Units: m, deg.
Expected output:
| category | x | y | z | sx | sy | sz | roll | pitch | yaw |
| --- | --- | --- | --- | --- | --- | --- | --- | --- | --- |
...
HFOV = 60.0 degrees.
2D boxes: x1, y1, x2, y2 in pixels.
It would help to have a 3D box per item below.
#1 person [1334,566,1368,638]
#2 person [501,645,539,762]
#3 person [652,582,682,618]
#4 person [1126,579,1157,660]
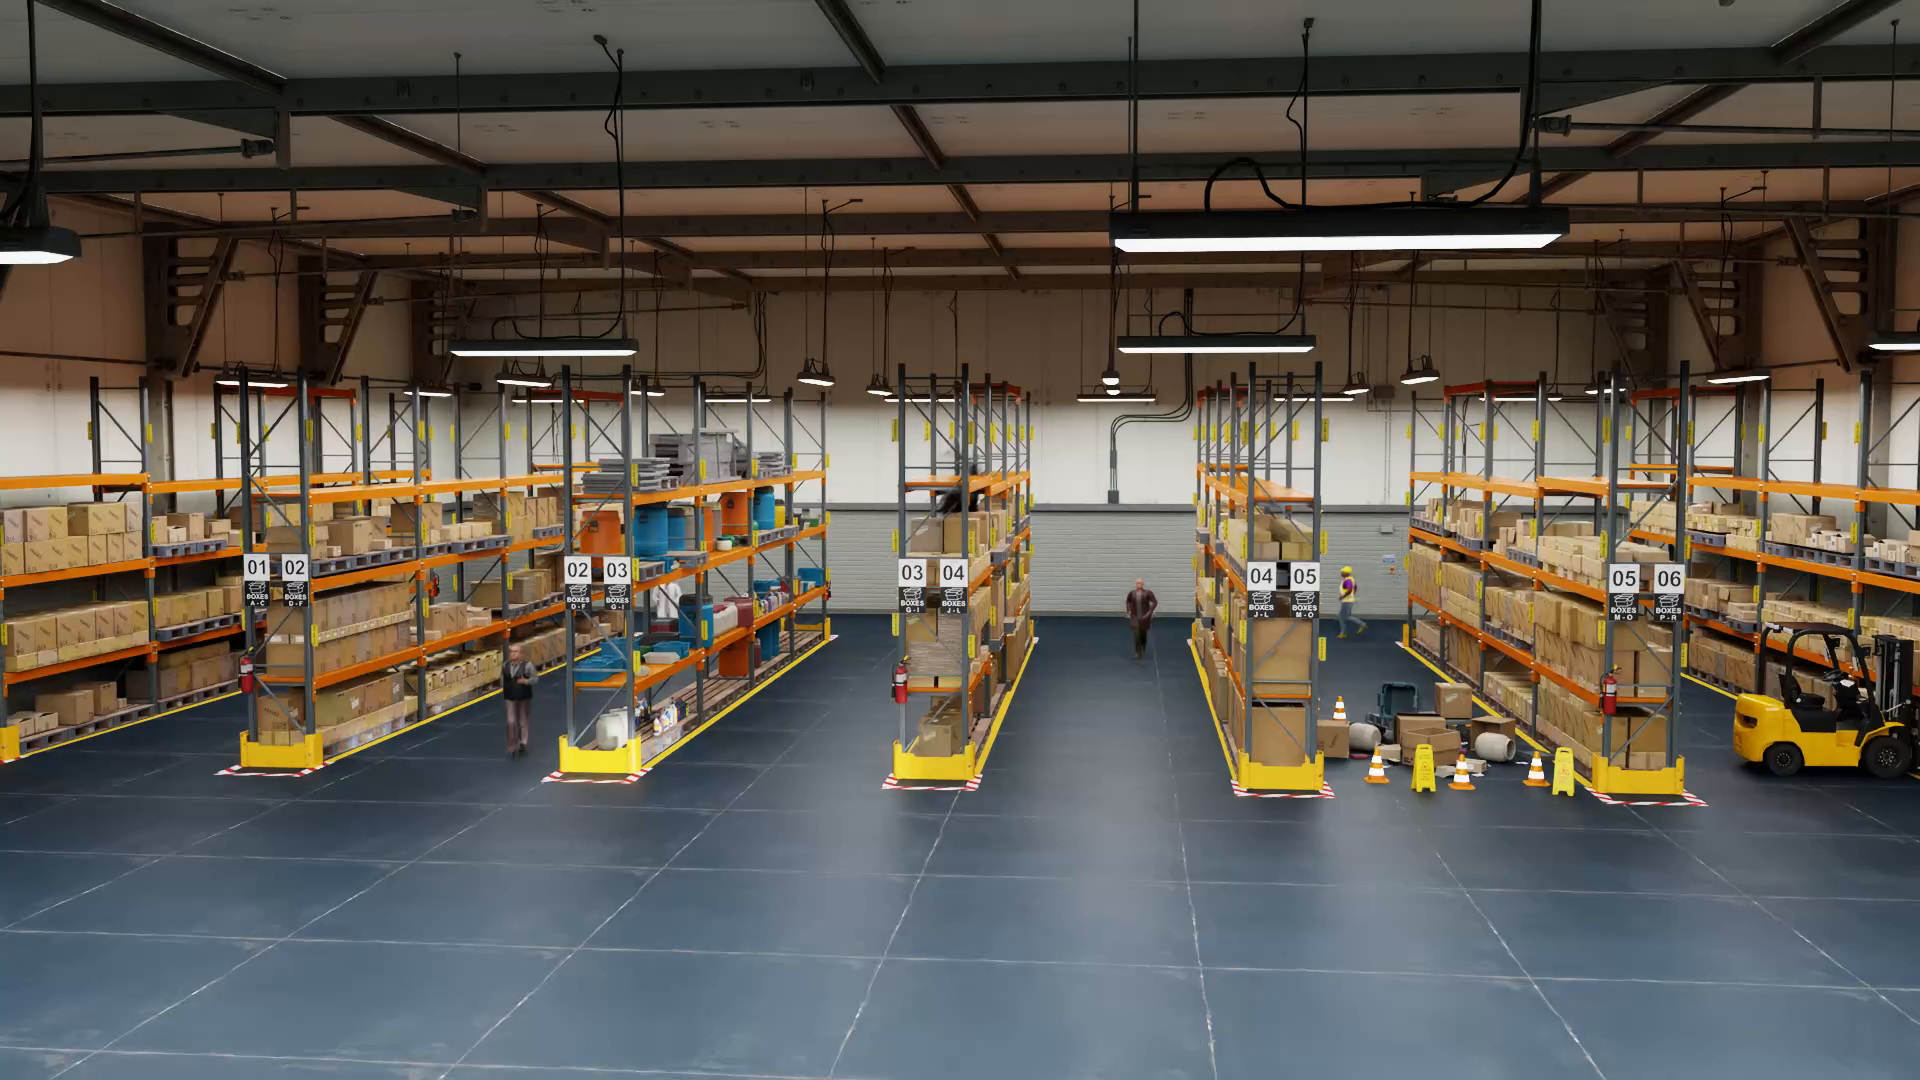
| category | x | y | z | sx | sy | sz | roll | pitch | yaw |
| --- | --- | --- | --- | --- | --- | --- | --- | --- | --- |
| person | 9.527 | 1.535 | 40.484 | 0.797 | 1.777 | 0.697 | 1 | 4 | 18 |
| person | -6.797 | 2.510 | 25.658 | 0.628 | 1.791 | 0.781 | 0 | 4 | -5 |
| person | -6.848 | 1.638 | 38.865 | 0.704 | 1.728 | 0.654 | -1 | 4 | -8 |
| person | 4.046 | 1.744 | 37.109 | 0.726 | 1.780 | 0.862 | 1 | 4 | 15 |
